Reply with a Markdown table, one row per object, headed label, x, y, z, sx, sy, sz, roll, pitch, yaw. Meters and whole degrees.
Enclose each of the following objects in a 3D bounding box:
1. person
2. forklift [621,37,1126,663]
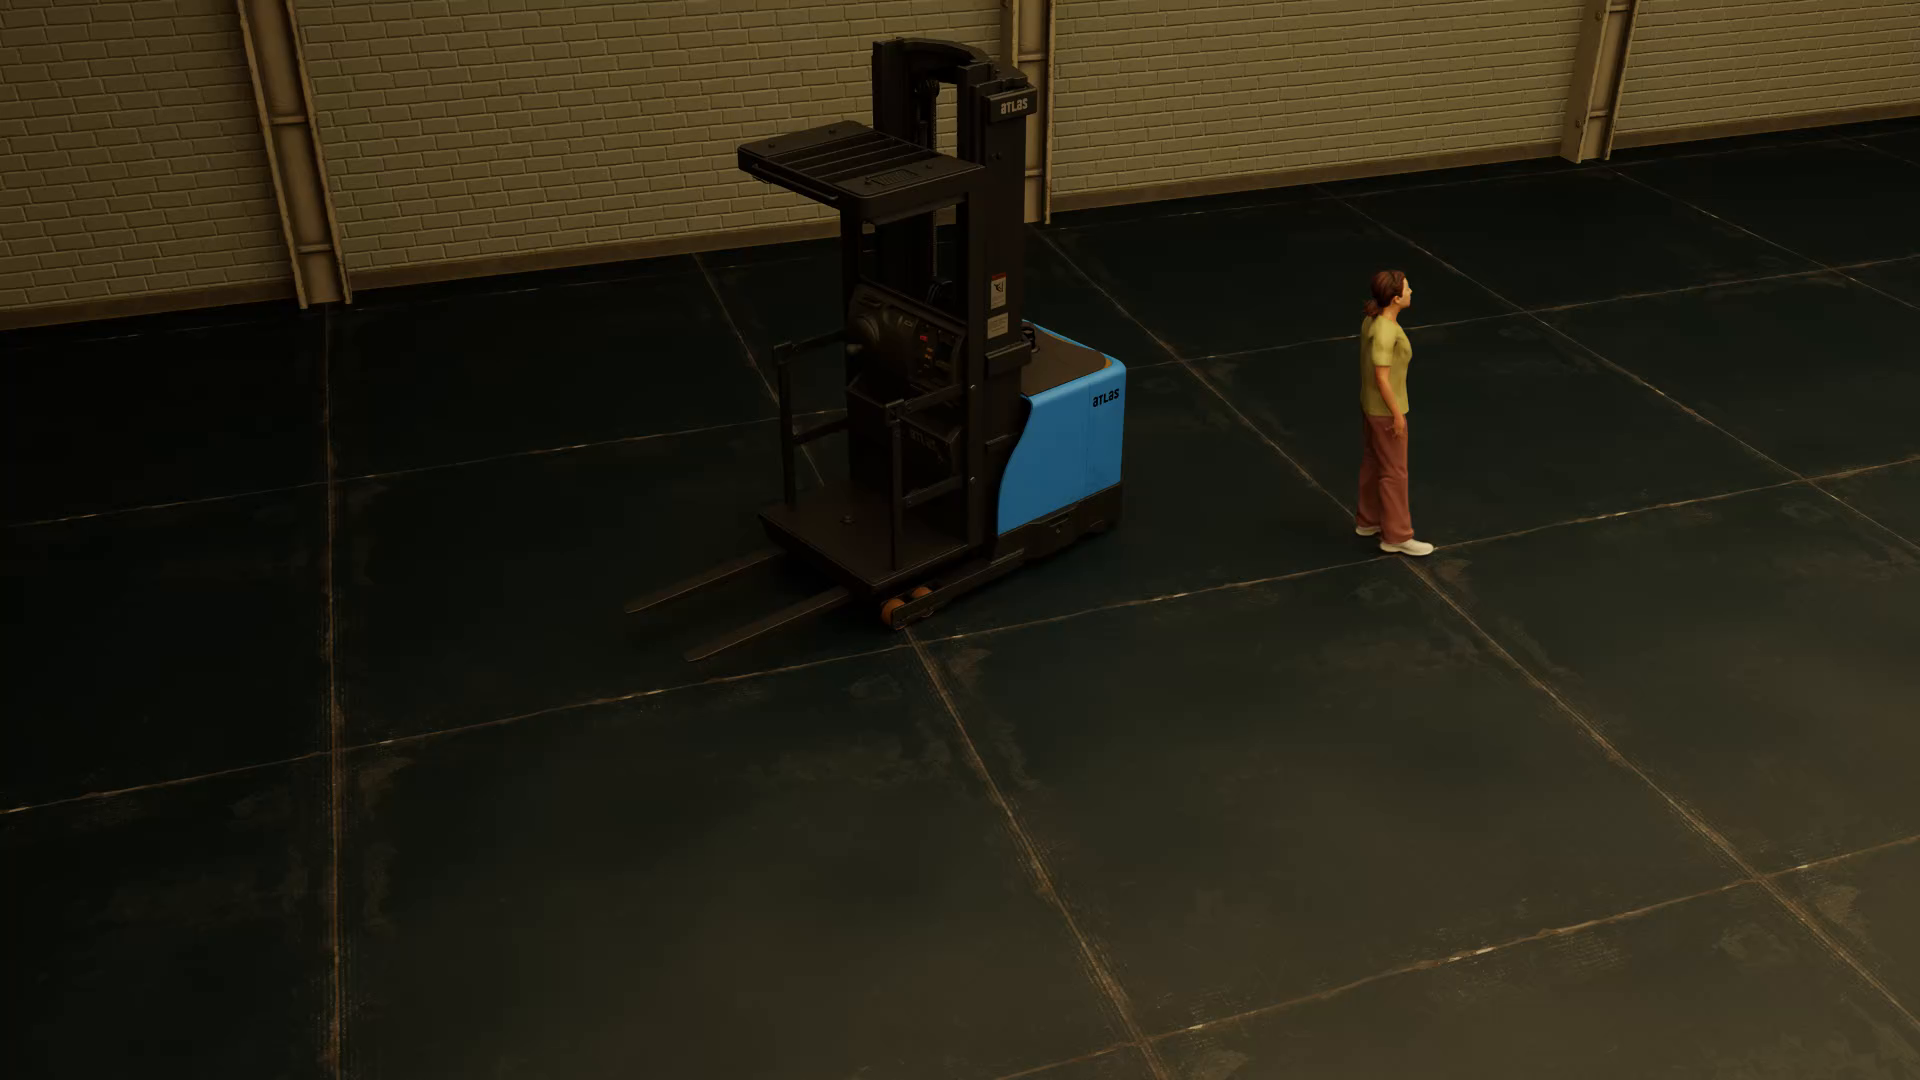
| label | x | y | z | sx | sy | sz | roll | pitch | yaw |
| --- | --- | --- | --- | --- | --- | --- | --- | --- | --- |
| person | 2.535 | -0.762 | 9.657 | 0.549 | 1.674 | 0.553 | 0 | 30 | 1 |
| forklift | -0.461 | -1.072 | 8.951 | 3.031 | 2.935 | 1.130 | -23 | 37 | -34 |
